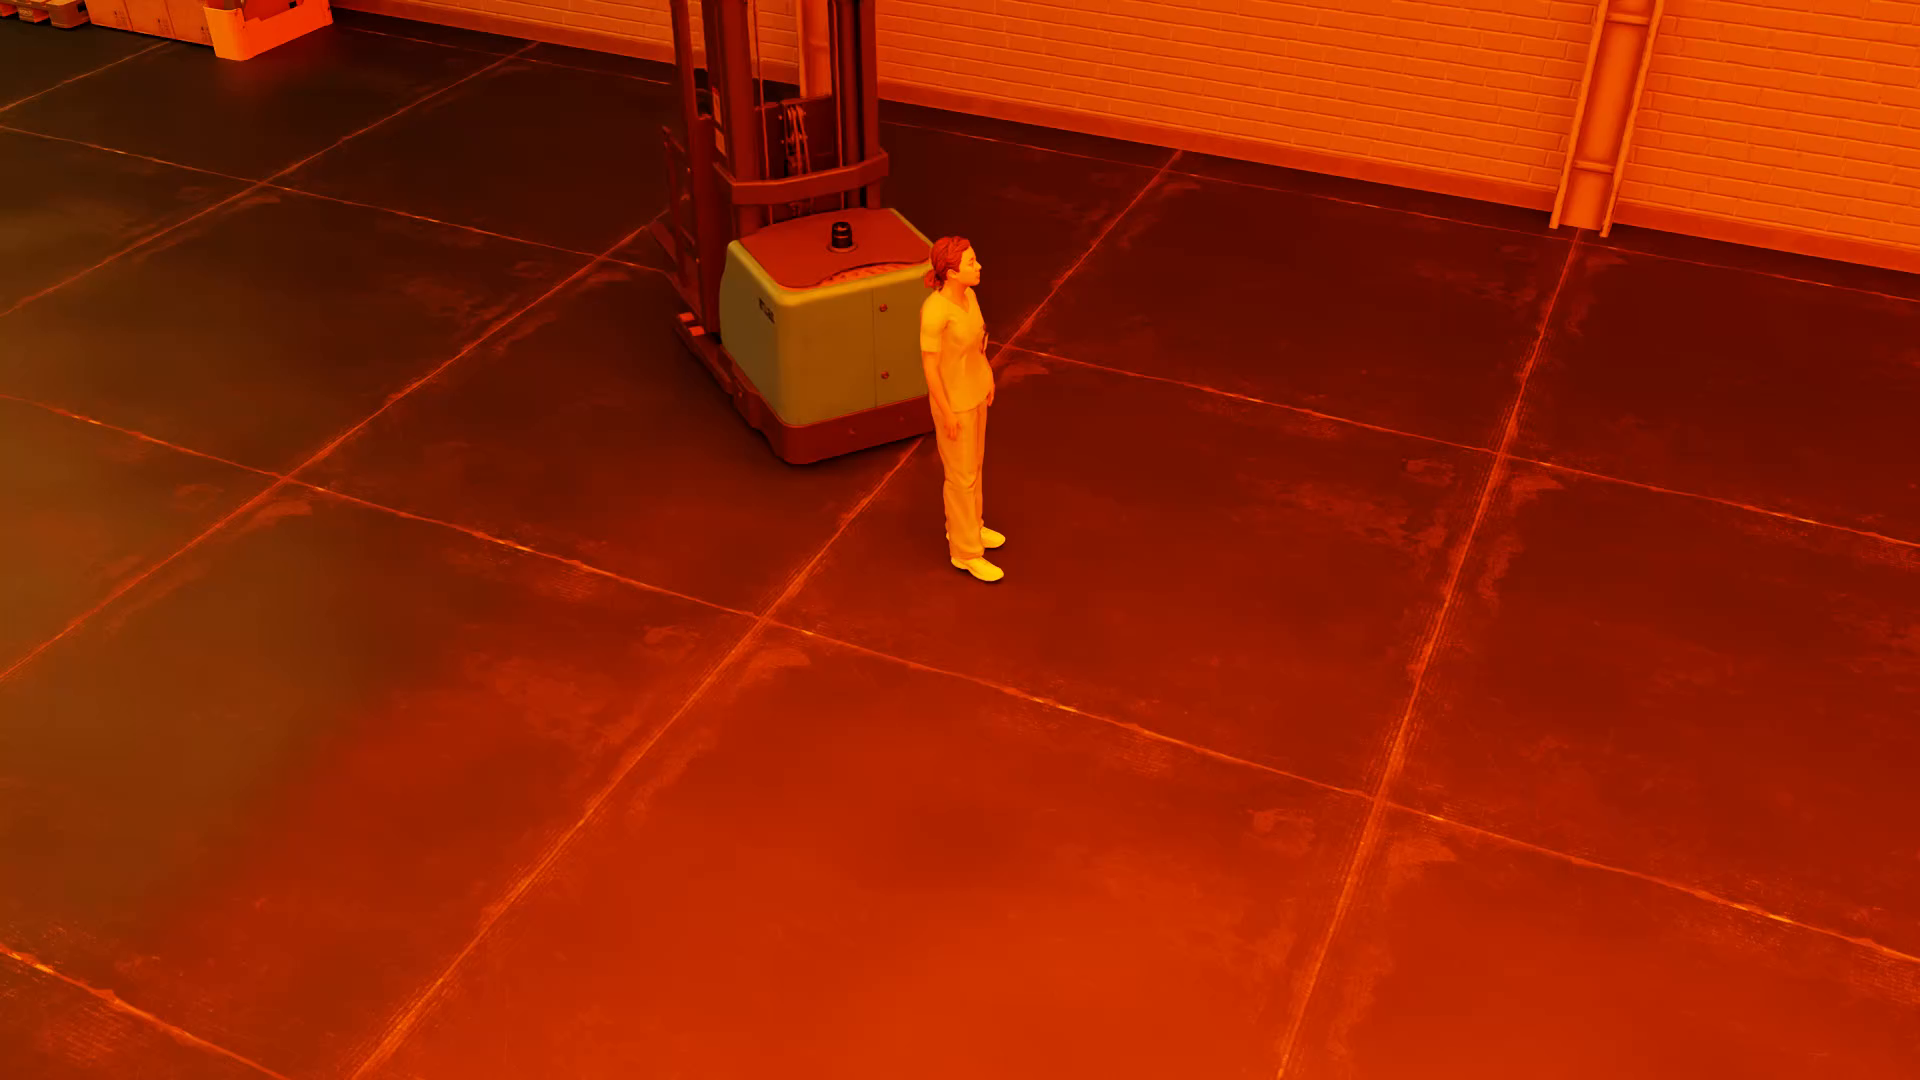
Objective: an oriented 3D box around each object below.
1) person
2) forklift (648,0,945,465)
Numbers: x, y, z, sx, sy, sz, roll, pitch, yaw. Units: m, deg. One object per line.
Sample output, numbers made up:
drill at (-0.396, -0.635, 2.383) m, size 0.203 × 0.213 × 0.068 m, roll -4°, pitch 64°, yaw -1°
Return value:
person at (0.062, -0.663, 8.085) m, size 0.548 × 1.673 × 0.550 m, roll 15°, pitch 38°, yaw 20°
forklift at (-1.130, -2.446, 9.516) m, size 1.130 × 2.935 × 3.031 m, roll -16°, pitch 39°, yaw -21°
